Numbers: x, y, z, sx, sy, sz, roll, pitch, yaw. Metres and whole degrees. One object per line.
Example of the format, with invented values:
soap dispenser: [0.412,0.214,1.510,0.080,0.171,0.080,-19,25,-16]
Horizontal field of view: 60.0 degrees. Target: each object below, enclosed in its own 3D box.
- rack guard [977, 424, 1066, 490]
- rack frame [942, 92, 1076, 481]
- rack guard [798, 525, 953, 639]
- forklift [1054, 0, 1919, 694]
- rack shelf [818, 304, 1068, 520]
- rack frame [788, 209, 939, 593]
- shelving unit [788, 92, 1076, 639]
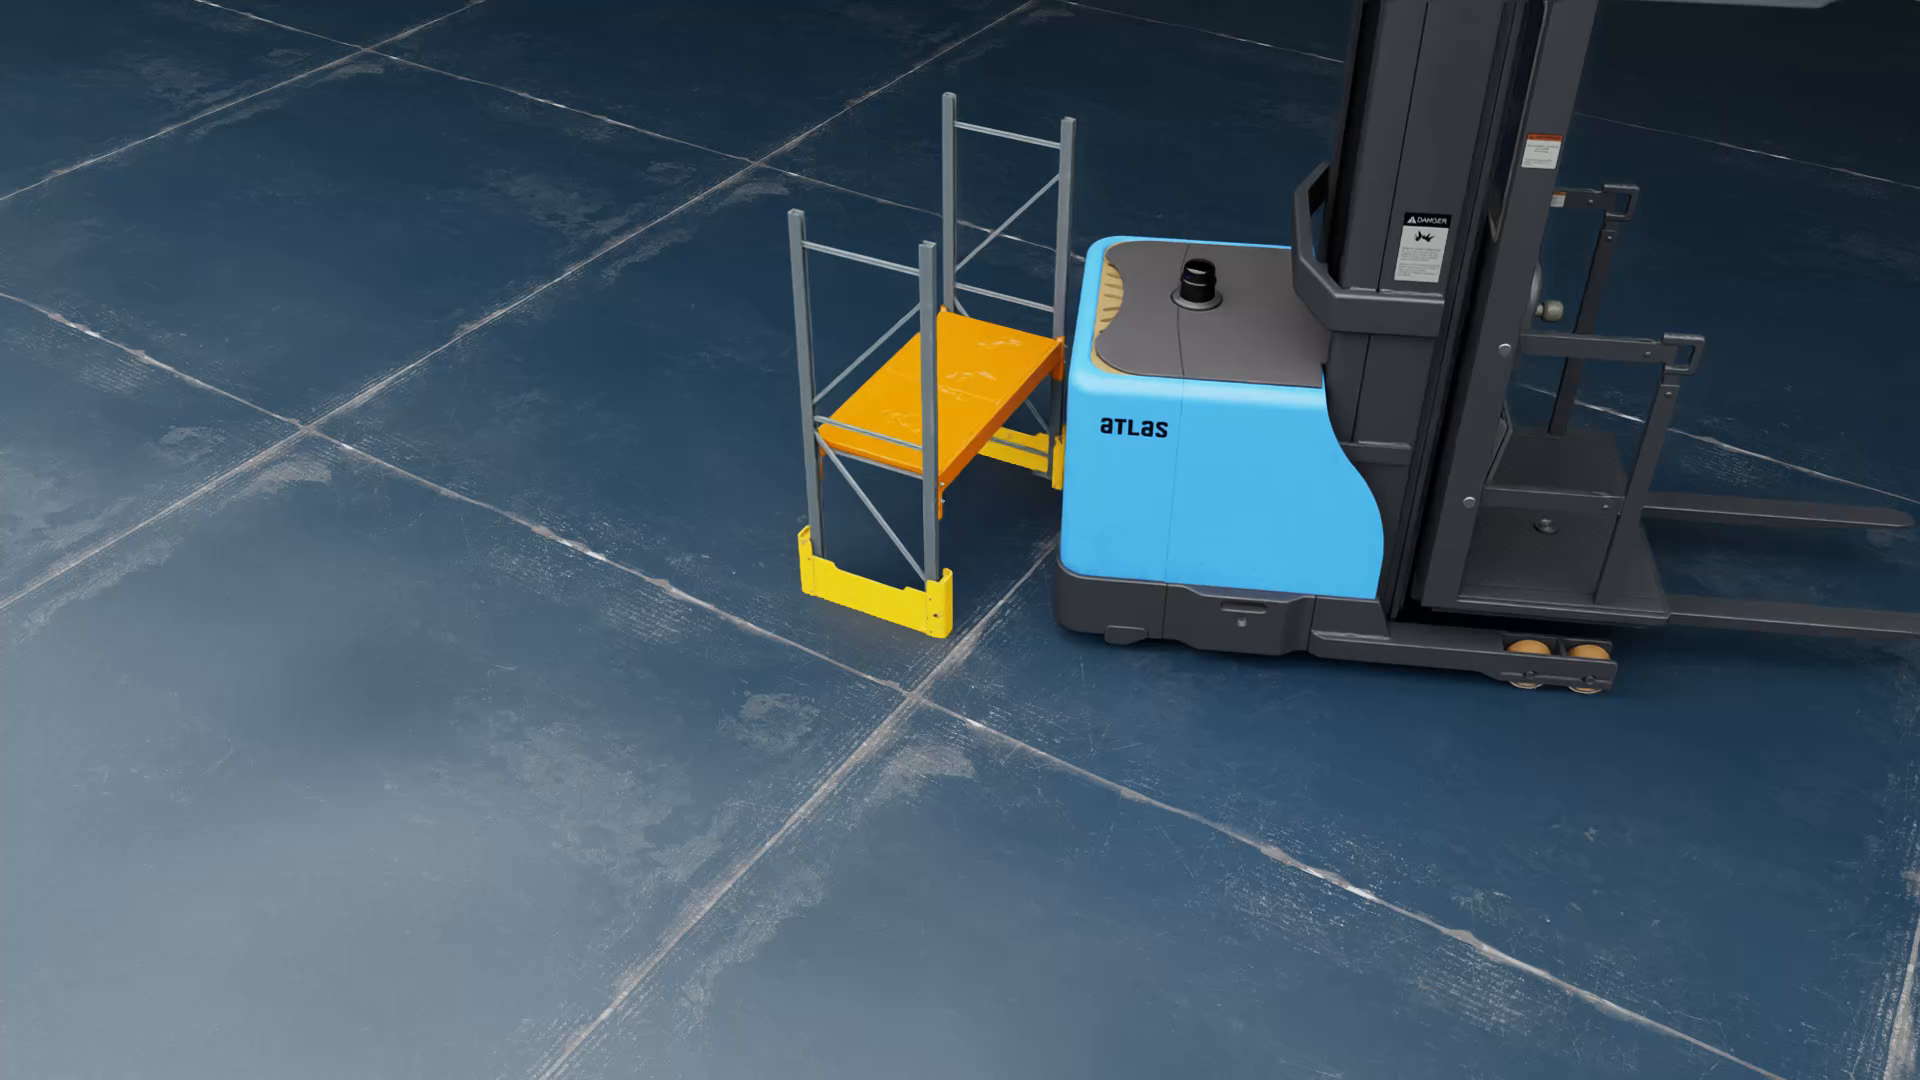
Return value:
rack guard: [0.157,-0.394,6.557,0.587,0.250,0.087,17,41,21]
rack frame: [0.166,-0.900,6.189,0.500,1.500,0.032,17,41,21]
rack guard: [-0.299,0.146,5.856,0.587,0.250,0.087,17,41,21]
forklift: [1.885,-0.992,5.136,3.031,2.935,1.130,5,38,6]
rack shelf: [-0.067,-0.482,5.941,0.538,0.185,1.000,17,41,21]
rack frame: [-0.300,-0.348,5.473,0.500,1.500,0.032,17,41,21]
shelving unit: [-0.071,-0.619,5.825,0.587,1.500,1.083,17,41,21]
